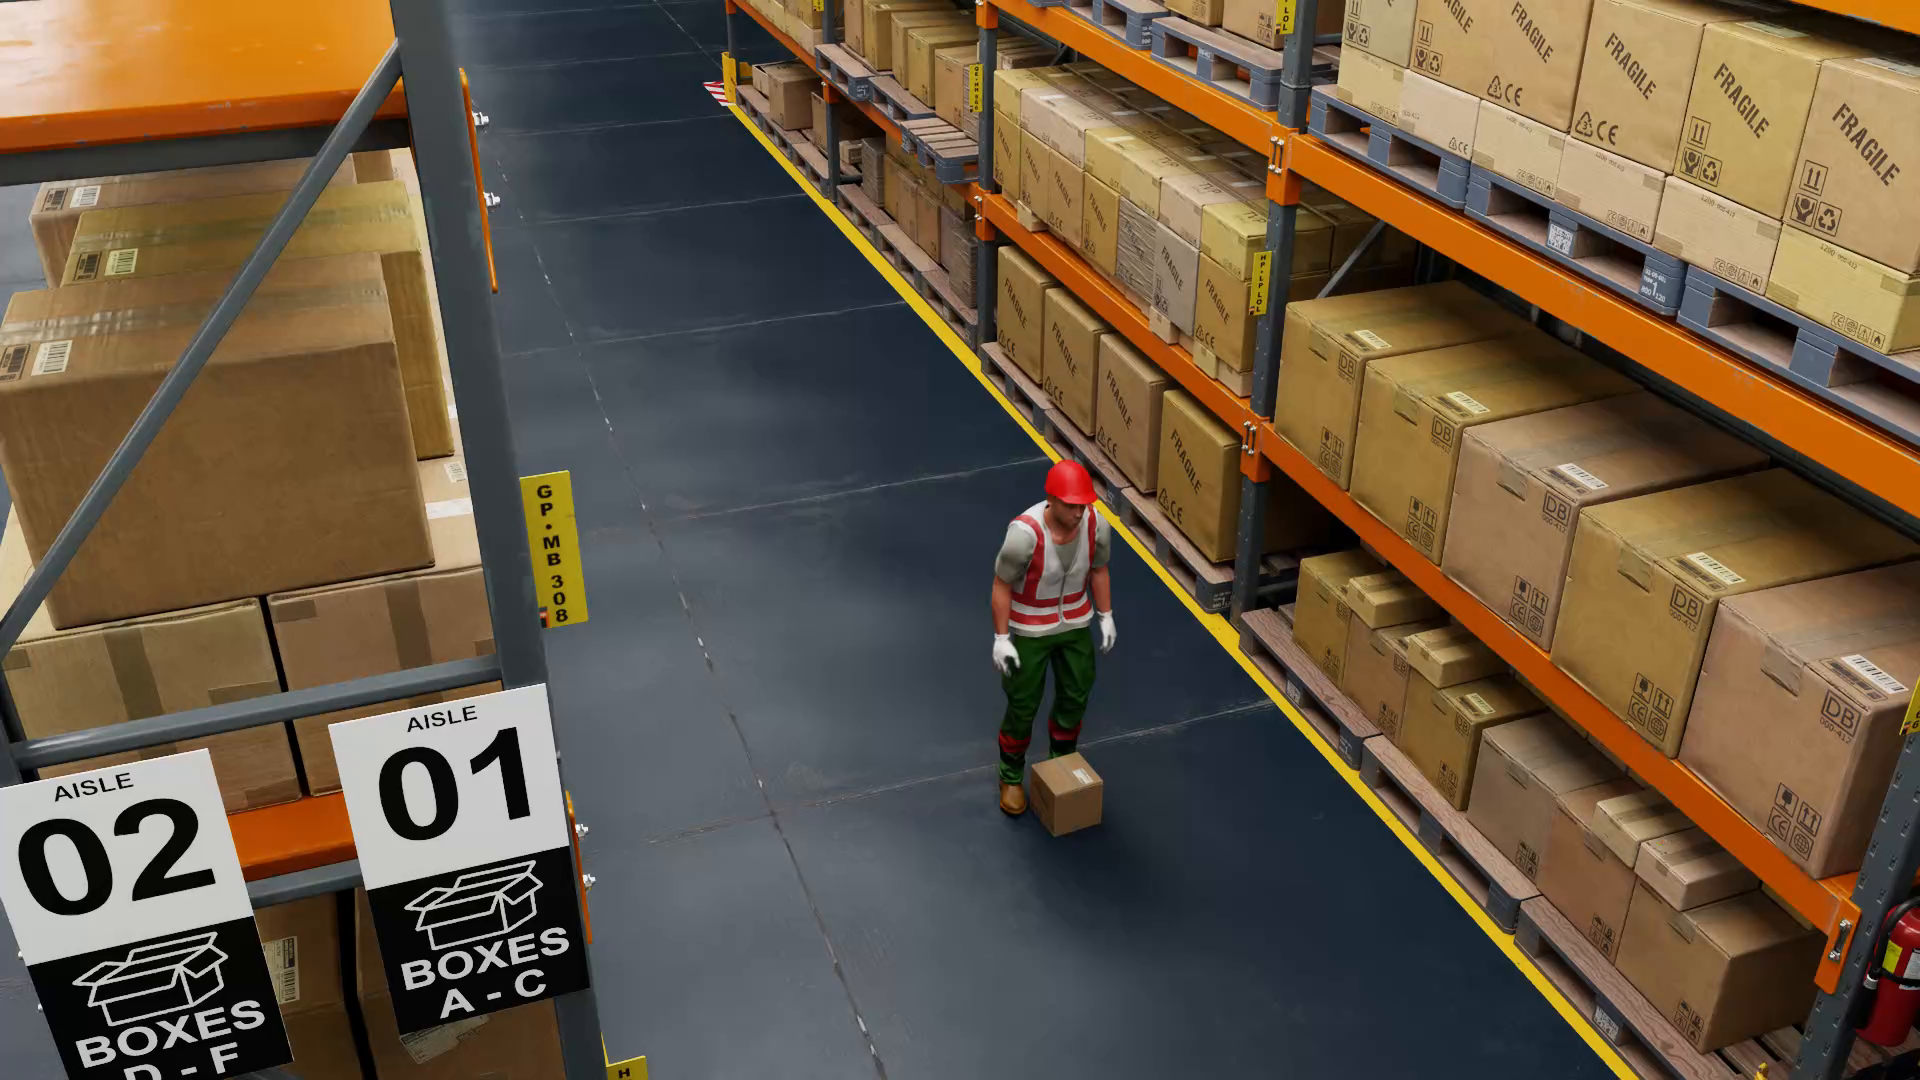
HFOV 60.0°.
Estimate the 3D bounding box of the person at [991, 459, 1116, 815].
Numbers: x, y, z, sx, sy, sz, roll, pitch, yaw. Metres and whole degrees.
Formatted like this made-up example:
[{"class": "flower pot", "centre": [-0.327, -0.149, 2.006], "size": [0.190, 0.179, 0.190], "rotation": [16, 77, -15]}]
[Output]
[{"class": "person", "centre": [0.429, 0.420, 7.592], "size": [0.623, 1.779, 0.452], "rotation": [-11, 31, -19]}]
